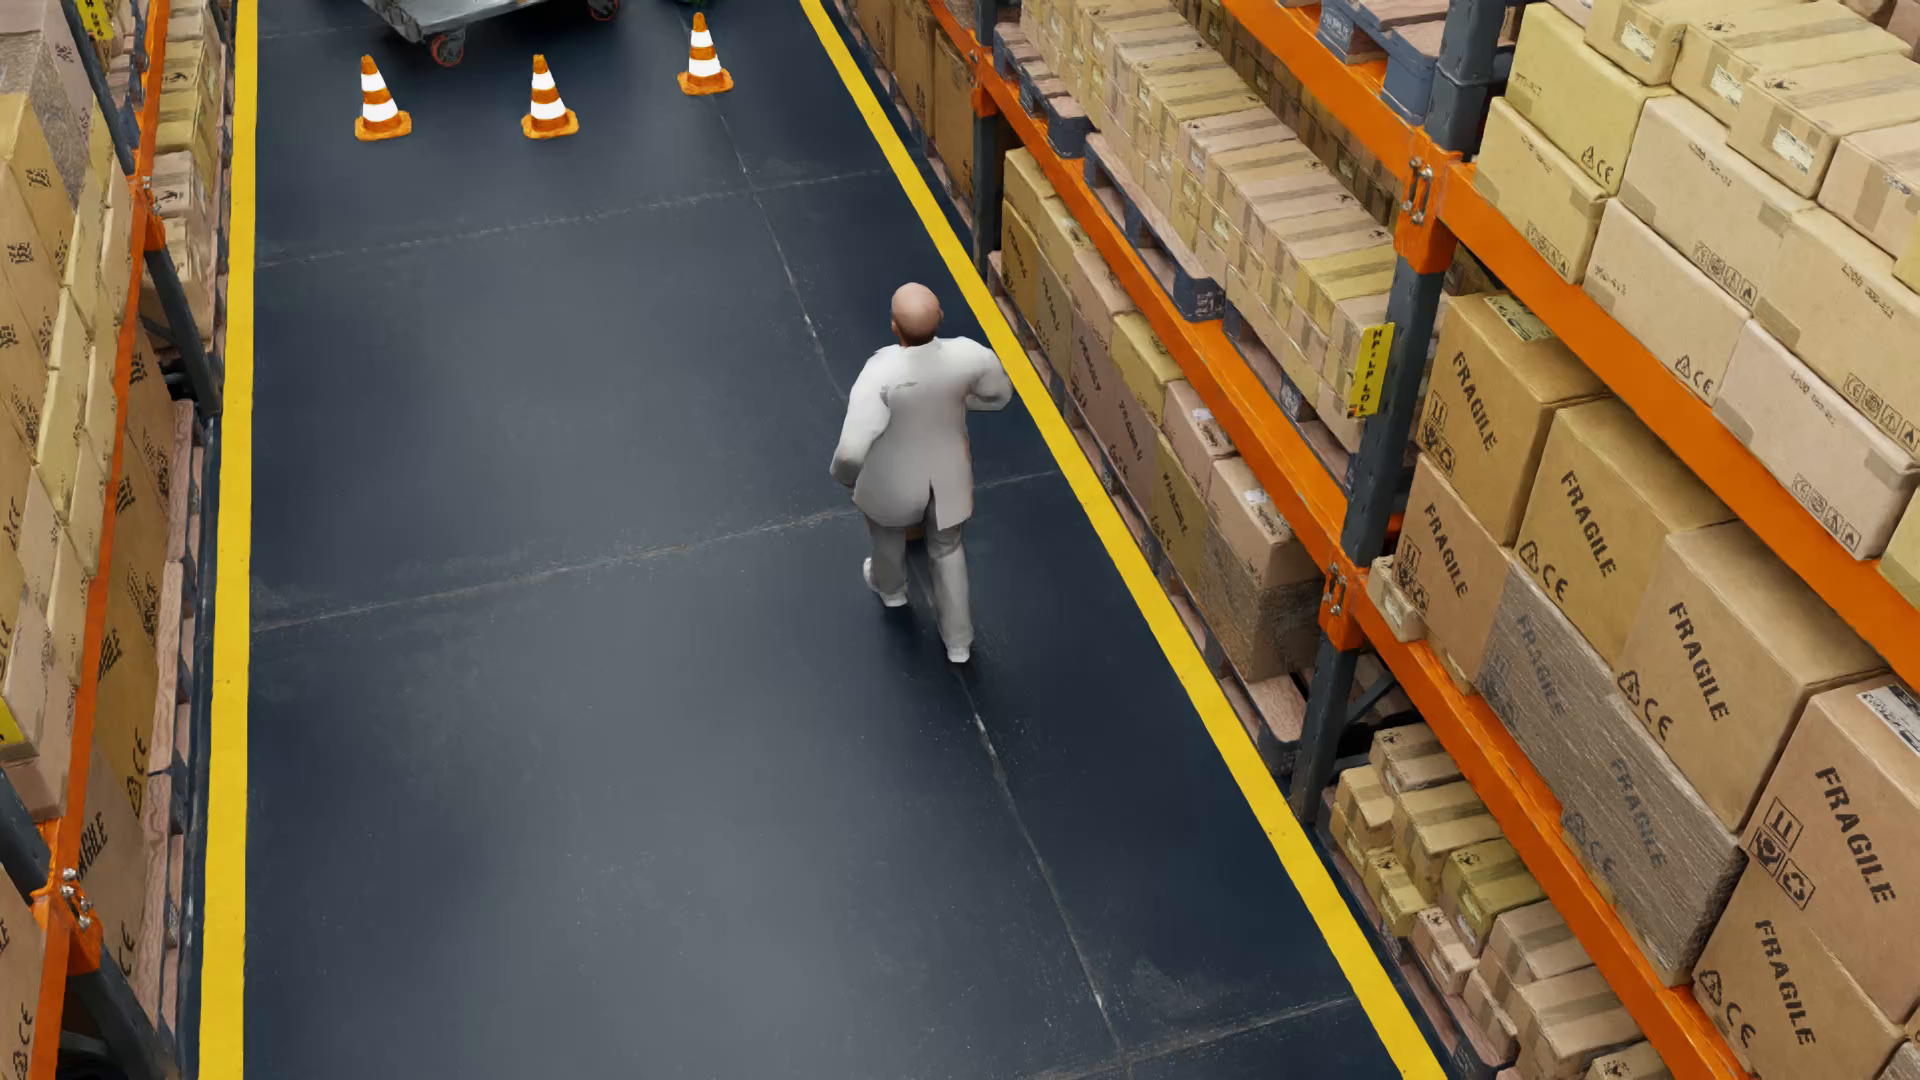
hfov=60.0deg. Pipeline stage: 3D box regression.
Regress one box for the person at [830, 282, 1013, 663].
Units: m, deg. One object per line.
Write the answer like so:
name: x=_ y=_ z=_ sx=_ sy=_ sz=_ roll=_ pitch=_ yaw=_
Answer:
person: x=-0.209 y=-0.332 z=6.554 sx=0.760 sy=1.790 sz=0.788 roll=-15 pitch=44 yaw=-16
